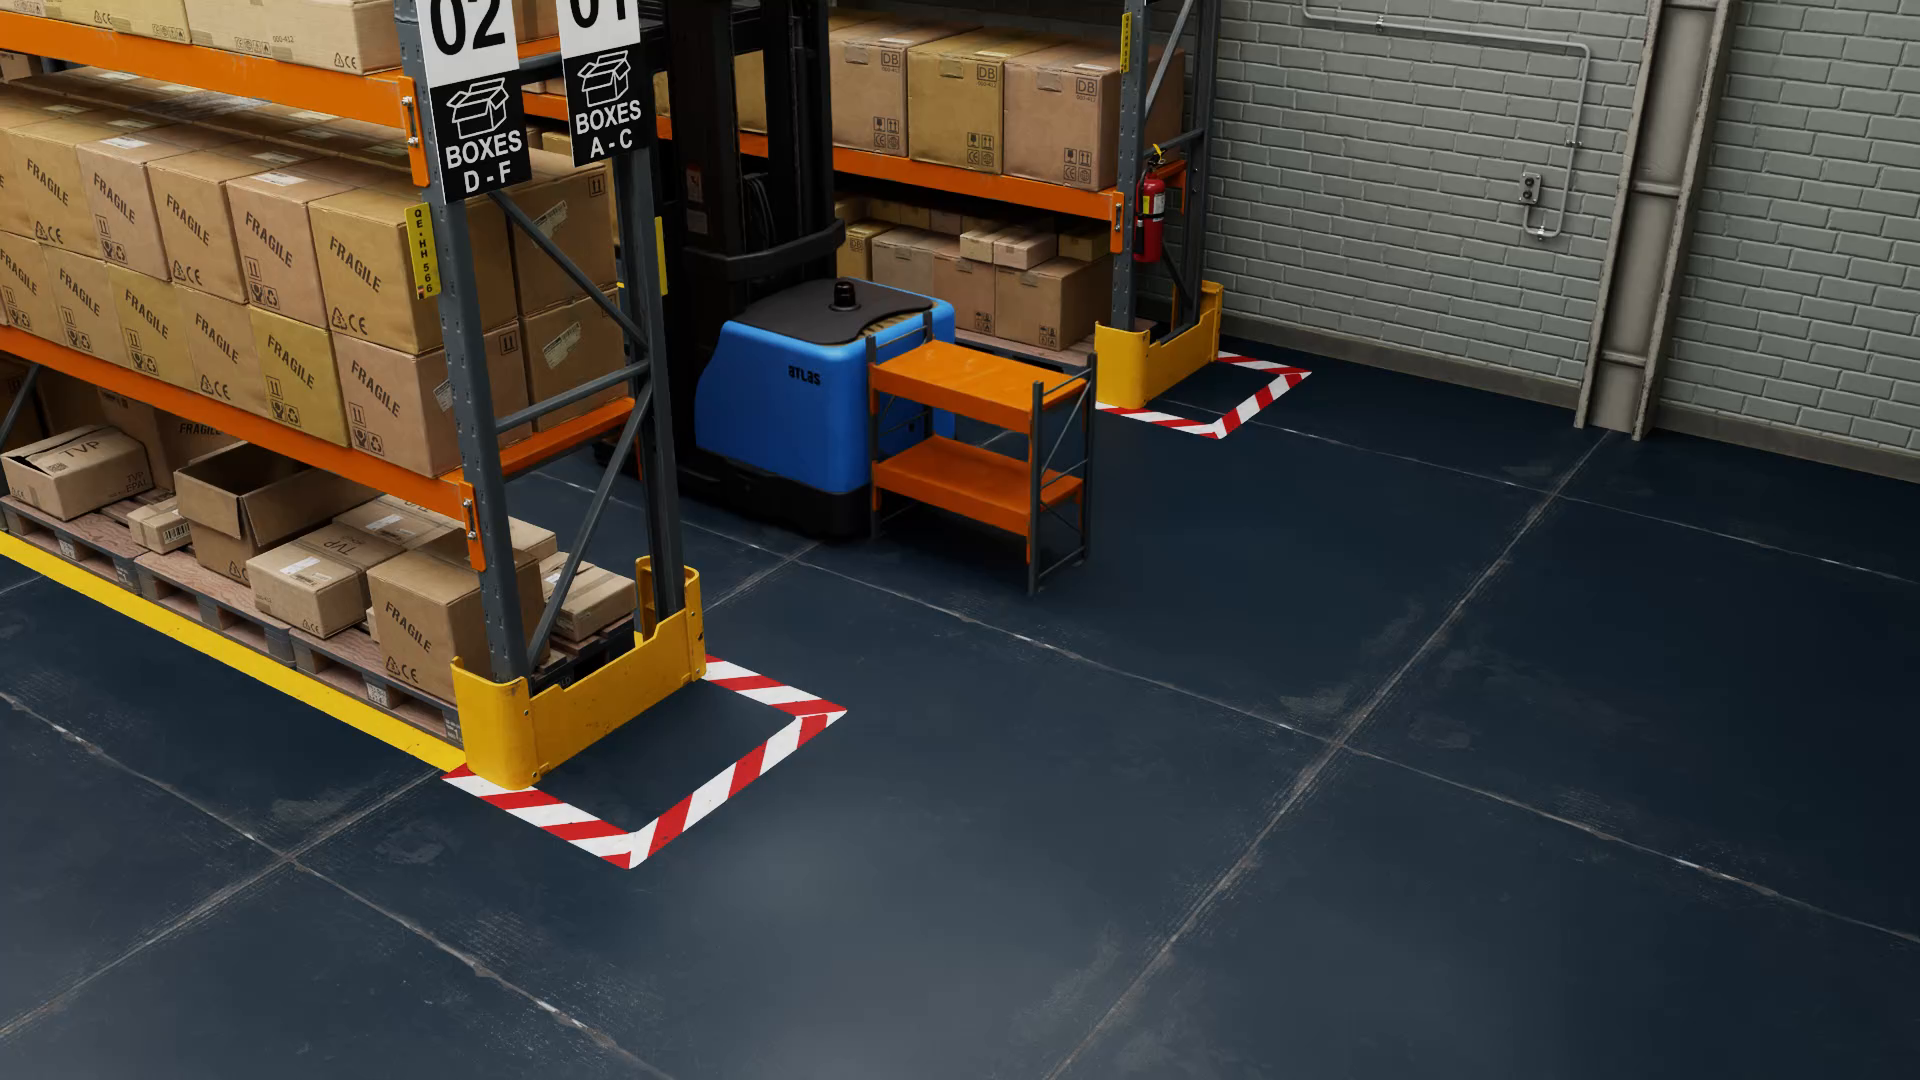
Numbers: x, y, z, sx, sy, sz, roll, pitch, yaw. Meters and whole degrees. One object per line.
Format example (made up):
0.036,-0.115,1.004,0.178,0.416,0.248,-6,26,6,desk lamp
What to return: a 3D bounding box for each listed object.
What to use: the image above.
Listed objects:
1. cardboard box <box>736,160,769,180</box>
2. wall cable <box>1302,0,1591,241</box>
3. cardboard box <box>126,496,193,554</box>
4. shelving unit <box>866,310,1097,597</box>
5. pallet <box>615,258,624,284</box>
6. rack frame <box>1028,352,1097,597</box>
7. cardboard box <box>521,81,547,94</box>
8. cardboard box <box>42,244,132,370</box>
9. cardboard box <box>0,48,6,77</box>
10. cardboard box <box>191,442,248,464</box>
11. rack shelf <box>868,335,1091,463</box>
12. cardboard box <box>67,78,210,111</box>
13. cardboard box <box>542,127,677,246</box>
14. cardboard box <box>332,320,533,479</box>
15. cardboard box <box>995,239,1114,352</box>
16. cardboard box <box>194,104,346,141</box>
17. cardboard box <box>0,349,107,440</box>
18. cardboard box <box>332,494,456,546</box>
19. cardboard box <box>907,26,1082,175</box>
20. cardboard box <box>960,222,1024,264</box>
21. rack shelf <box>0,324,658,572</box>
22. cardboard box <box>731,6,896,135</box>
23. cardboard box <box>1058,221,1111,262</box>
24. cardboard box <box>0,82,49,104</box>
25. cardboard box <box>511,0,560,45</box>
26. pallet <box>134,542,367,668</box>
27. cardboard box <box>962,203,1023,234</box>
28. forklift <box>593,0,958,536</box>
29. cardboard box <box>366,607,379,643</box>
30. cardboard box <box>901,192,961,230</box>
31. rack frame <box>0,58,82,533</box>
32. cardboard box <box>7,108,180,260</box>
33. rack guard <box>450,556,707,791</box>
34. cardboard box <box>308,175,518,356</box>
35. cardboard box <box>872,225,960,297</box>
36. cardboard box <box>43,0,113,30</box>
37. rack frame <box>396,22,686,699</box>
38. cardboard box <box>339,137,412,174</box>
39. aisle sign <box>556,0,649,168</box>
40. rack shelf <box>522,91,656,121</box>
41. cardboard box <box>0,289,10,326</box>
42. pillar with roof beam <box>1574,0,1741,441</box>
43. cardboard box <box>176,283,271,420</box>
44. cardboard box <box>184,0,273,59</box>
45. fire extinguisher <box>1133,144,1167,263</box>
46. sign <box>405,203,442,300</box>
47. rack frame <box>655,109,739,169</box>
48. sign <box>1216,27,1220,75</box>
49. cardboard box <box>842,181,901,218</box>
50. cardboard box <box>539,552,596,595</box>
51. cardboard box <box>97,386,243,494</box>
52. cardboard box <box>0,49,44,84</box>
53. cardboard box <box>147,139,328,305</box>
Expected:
-1.483,-2.674,12.274,0.250,0.149,0.380,17,32,30,cardboard box
2.854,-2.881,9.983,1.851,1.984,0.084,17,32,30,wall cable
-3.893,-0.104,8.285,0.250,0.166,0.380,17,32,30,cardboard box
0.098,-0.455,8.403,1.048,1.125,0.538,19,33,33,shelving unit
-2.713,-2.358,13.150,1.213,0.211,1.003,17,32,30,pallet
0.502,-0.314,8.128,0.032,1.125,0.500,19,33,33,rack frame
-3.133,-3.494,12.562,0.250,0.149,0.380,17,32,30,cardboard box
-3.735,-1.130,7.552,0.500,0.500,0.500,17,32,30,cardboard box
-10.360,-5.029,17.596,0.500,0.500,0.700,15,31,27,cardboard box
-3.587,-0.342,8.595,0.500,0.311,0.500,17,32,30,cardboard box
0.098,-0.715,8.270,1.000,0.278,0.538,19,33,33,rack shelf
-3.848,-1.904,7.971,0.500,0.500,0.500,17,31,29,cardboard box
-2.643,-2.778,12.808,0.750,0.750,0.750,18,32,31,cardboard box
-2.062,-0.608,6.527,0.500,0.500,0.500,18,32,32,cardboard box
0.630,-1.619,10.917,0.500,0.500,0.700,17,32,30,cardboard box
-3.019,-1.645,7.462,0.500,0.500,0.500,17,32,30,cardboard box
-5.096,-0.875,9.433,0.500,0.500,0.500,16,31,28,cardboard box
-2.650,-0.023,8.035,0.500,0.250,0.500,17,32,30,cardboard box
0.231,-2.847,10.706,0.700,0.700,0.980,17,32,30,cardboard box
0.210,-1.938,10.829,0.250,0.149,0.380,18,32,32,cardboard box
-3.187,-0.743,7.696,4.000,0.370,1.077,17,32,30,rack shelf
-0.997,-3.229,11.457,0.700,0.700,0.980,16,31,29,cardboard box
0.846,-1.950,10.853,0.250,0.149,0.380,18,32,31,cardboard box
-4.606,-1.841,7.849,0.500,0.500,0.500,18,32,32,cardboard box
-1.818,-2.047,6.324,0.500,0.250,0.500,17,32,30,cardboard box
-3.260,0.155,8.213,1.213,0.211,1.003,17,32,30,pallet
0.222,-2.145,11.235,0.250,0.149,0.380,18,32,31,cardboard box
-1.489,-1.852,9.157,3.031,2.935,1.130,19,33,33,forklift
-2.409,0.331,7.431,0.250,0.166,0.380,17,32,30,cardboard box
-0.200,-2.275,11.492,0.250,0.149,0.380,18,32,31,cardboard box
-4.835,-1.577,8.542,0.127,3.000,1.000,17,32,30,rack frame
-3.757,-1.577,7.329,0.500,0.500,0.500,16,31,29,cardboard box
-1.601,0.544,7.129,0.348,0.500,1.175,17,32,30,rack guard
-2.061,-1.052,6.297,0.500,0.500,0.500,17,32,30,cardboard box
-0.198,-1.876,11.422,0.500,0.500,0.700,16,31,29,cardboard box
-3.339,-2.244,6.711,0.500,0.250,0.500,17,32,30,cardboard box
-1.538,-0.550,6.524,0.127,3.000,1.000,17,32,30,rack frame
-2.190,-1.384,6.950,0.500,0.500,0.500,18,32,31,cardboard box
-1.316,-1.801,6.116,0.004,0.787,0.394,17,32,30,aisle sign
-3.682,-3.623,13.356,4.000,0.370,1.077,17,32,30,rack shelf
-4.570,-1.389,8.062,0.500,0.500,0.500,18,32,32,cardboard box
1.541,-3.097,4.915,0.400,9.000,9.100,17,32,30,pillar with roof beam
-2.899,-0.870,7.042,0.500,0.500,0.500,18,32,31,cardboard box
-2.517,-1.986,6.204,0.500,0.250,0.500,17,32,30,cardboard box
1.126,-1.991,9.852,0.183,0.674,0.296,17,32,30,fire extinguisher
-1.869,-1.005,5.792,0.005,0.325,0.100,17,32,30,sign
-2.034,-3.430,12.183,0.127,3.000,1.000,17,32,30,rack frame
1.582,-3.030,10.355,0.005,0.325,0.100,17,32,30,sign
-0.622,-2.407,11.749,0.250,0.149,0.380,18,32,31,cardboard box
-1.895,0.216,7.657,0.250,0.166,0.380,17,32,30,cardboard box
-4.205,-0.619,8.931,0.500,0.500,0.500,17,32,30,cardboard box
-9.506,-4.818,17.182,0.500,0.500,0.500,15,30,27,cardboard box
-2.908,-1.313,6.810,0.500,0.500,0.500,18,32,32,cardboard box
